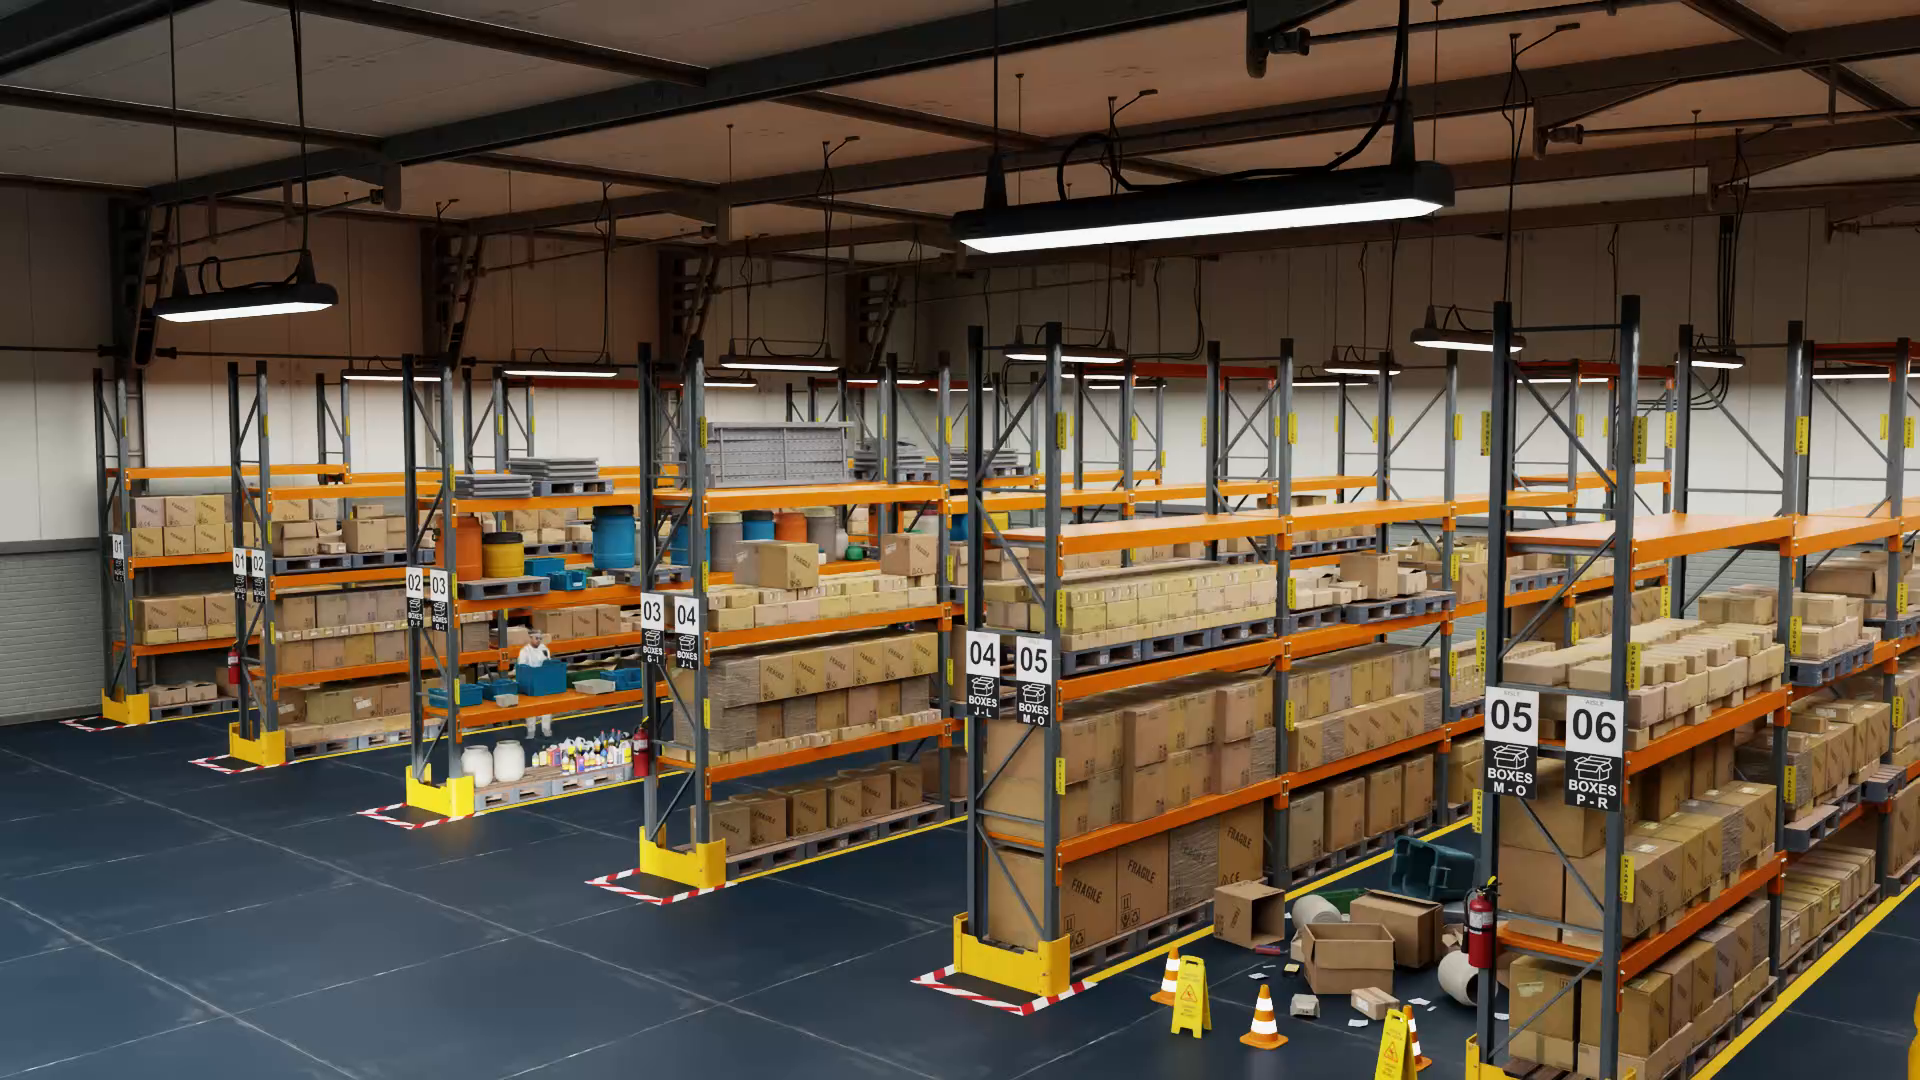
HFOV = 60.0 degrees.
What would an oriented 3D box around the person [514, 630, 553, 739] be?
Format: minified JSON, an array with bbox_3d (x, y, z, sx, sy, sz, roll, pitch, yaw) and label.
[{"bbox_3d":[-6.912,2.342,26.844,0.648,1.797,0.449,-3,5,-31],"label":"person"}]
